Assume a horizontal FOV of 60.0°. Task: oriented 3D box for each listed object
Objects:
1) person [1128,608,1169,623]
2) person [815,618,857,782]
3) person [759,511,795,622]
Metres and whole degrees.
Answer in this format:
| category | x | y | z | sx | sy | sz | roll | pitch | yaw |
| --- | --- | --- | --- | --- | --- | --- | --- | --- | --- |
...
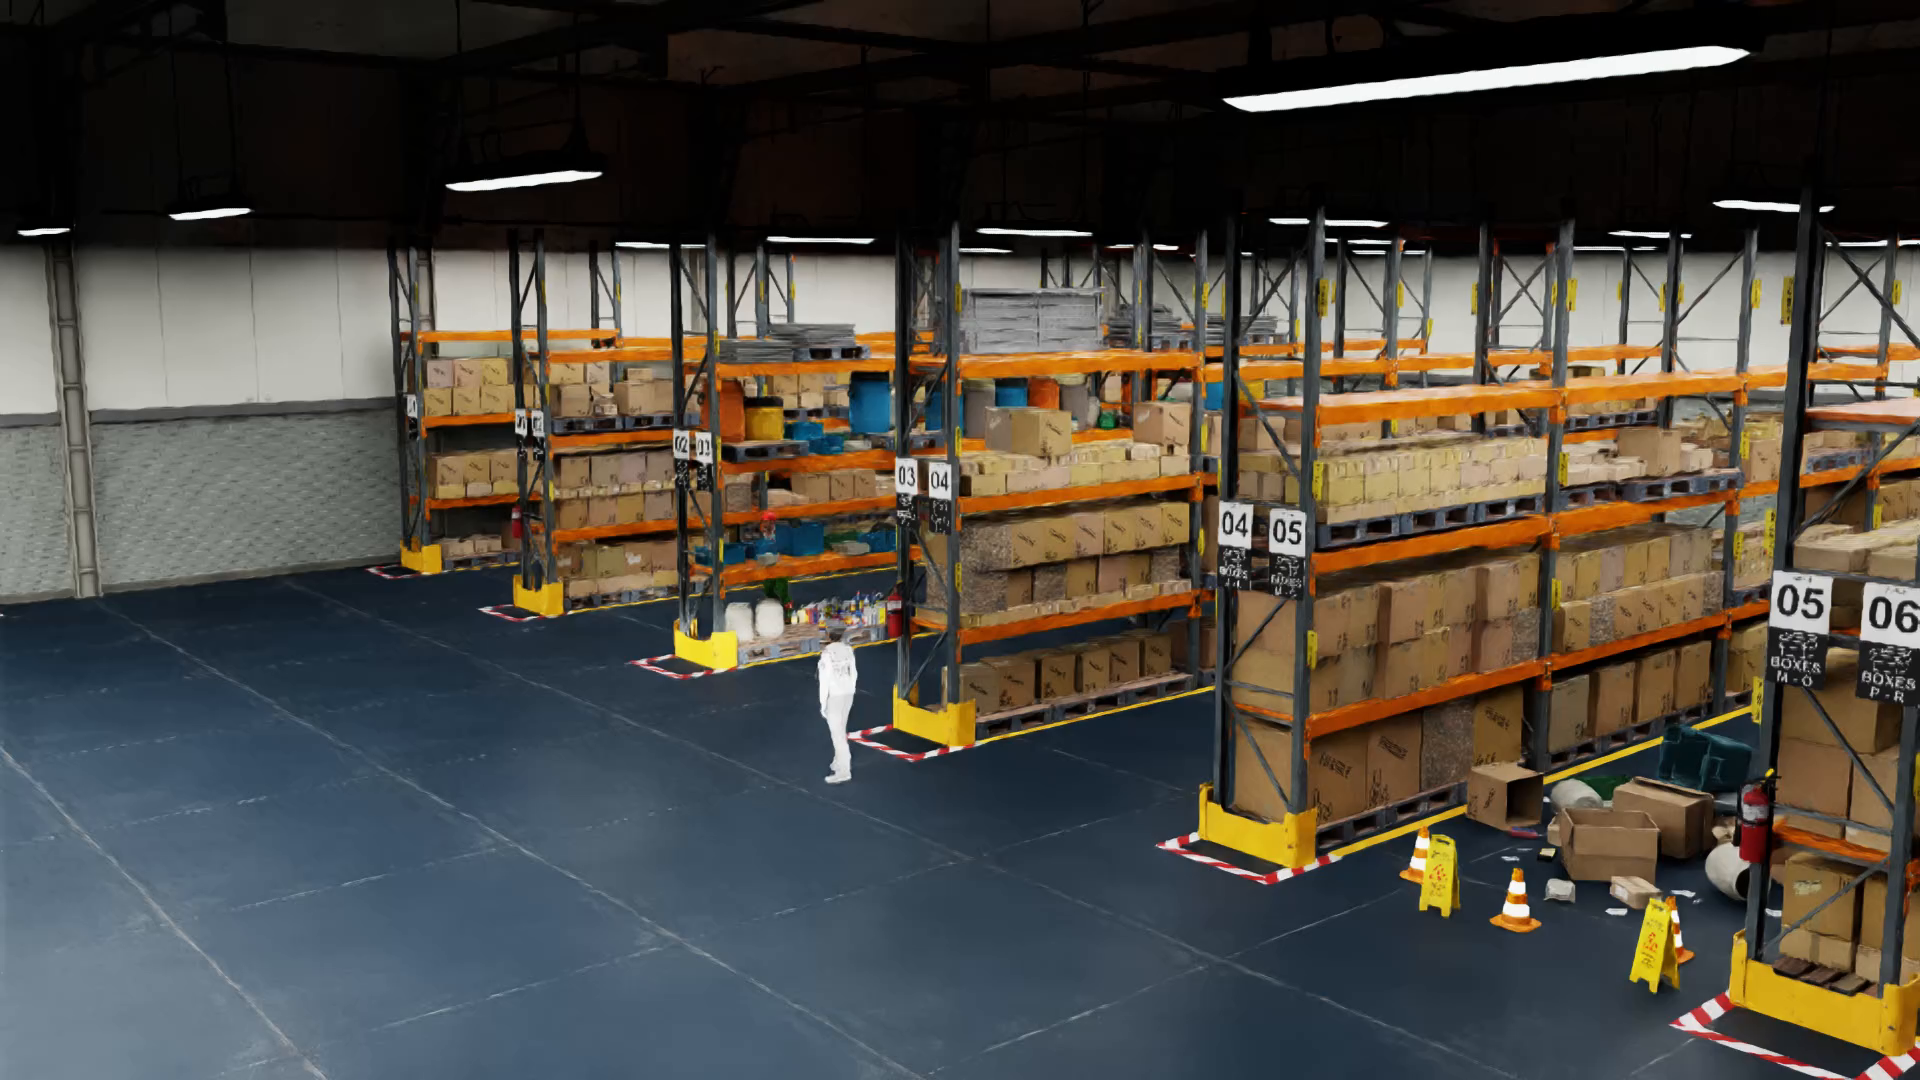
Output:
| category | x | y | z | sx | sy | sz | roll | pitch | yaw |
| --- | --- | --- | --- | --- | --- | --- | --- | --- | --- |
| person | 2.869 | 0.392 | 25.511 | 1.186 | 1.695 | 0.599 | -8 | 12 | -42 |
| person | -1.301 | 1.671 | 17.493 | 0.519 | 1.666 | 0.587 | 6 | 11 | 35 |
| person | -2.830 | 0.402 | 25.524 | 0.547 | 1.742 | 0.677 | -8 | 12 | -40 |
